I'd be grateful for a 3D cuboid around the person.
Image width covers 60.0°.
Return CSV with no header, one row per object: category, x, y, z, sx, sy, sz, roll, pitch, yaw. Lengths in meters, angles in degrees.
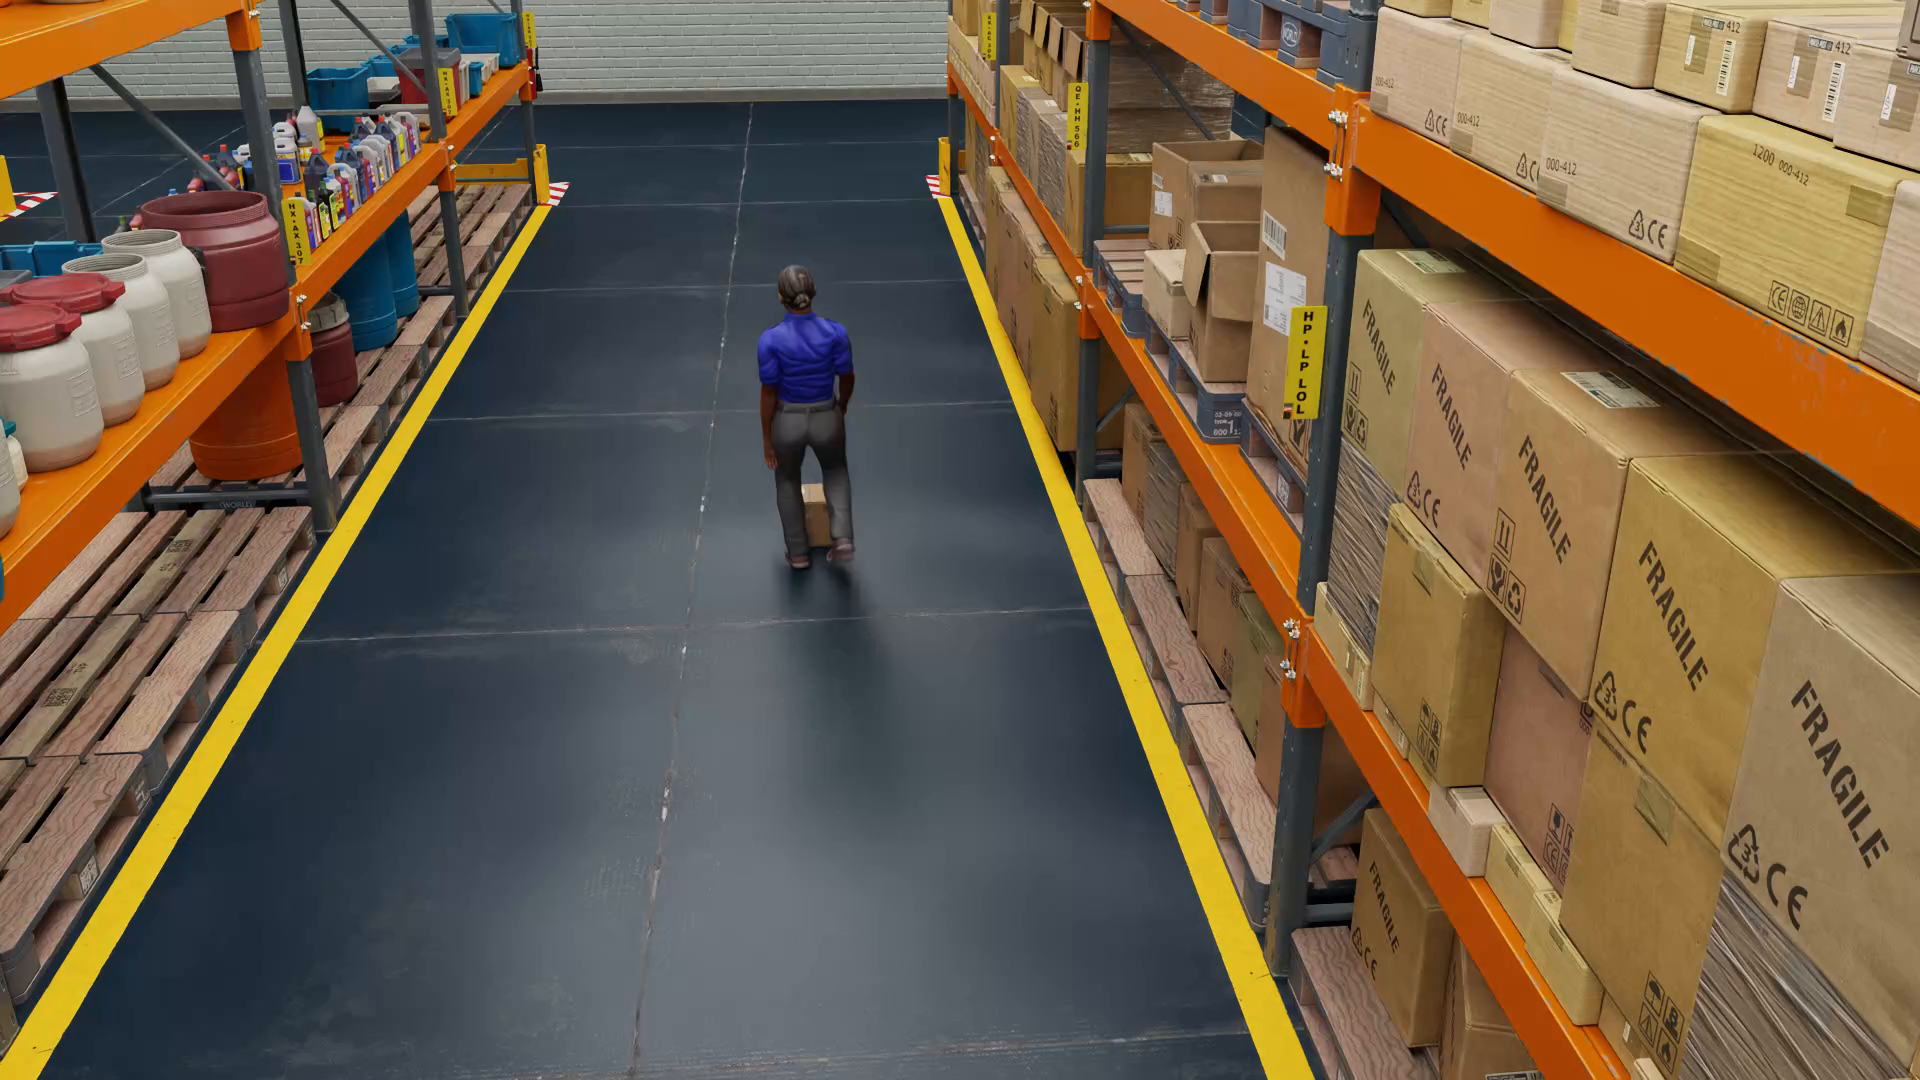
person,-0.732,-0.594,7.937,0.463,1.532,0.511,-5,24,-11
